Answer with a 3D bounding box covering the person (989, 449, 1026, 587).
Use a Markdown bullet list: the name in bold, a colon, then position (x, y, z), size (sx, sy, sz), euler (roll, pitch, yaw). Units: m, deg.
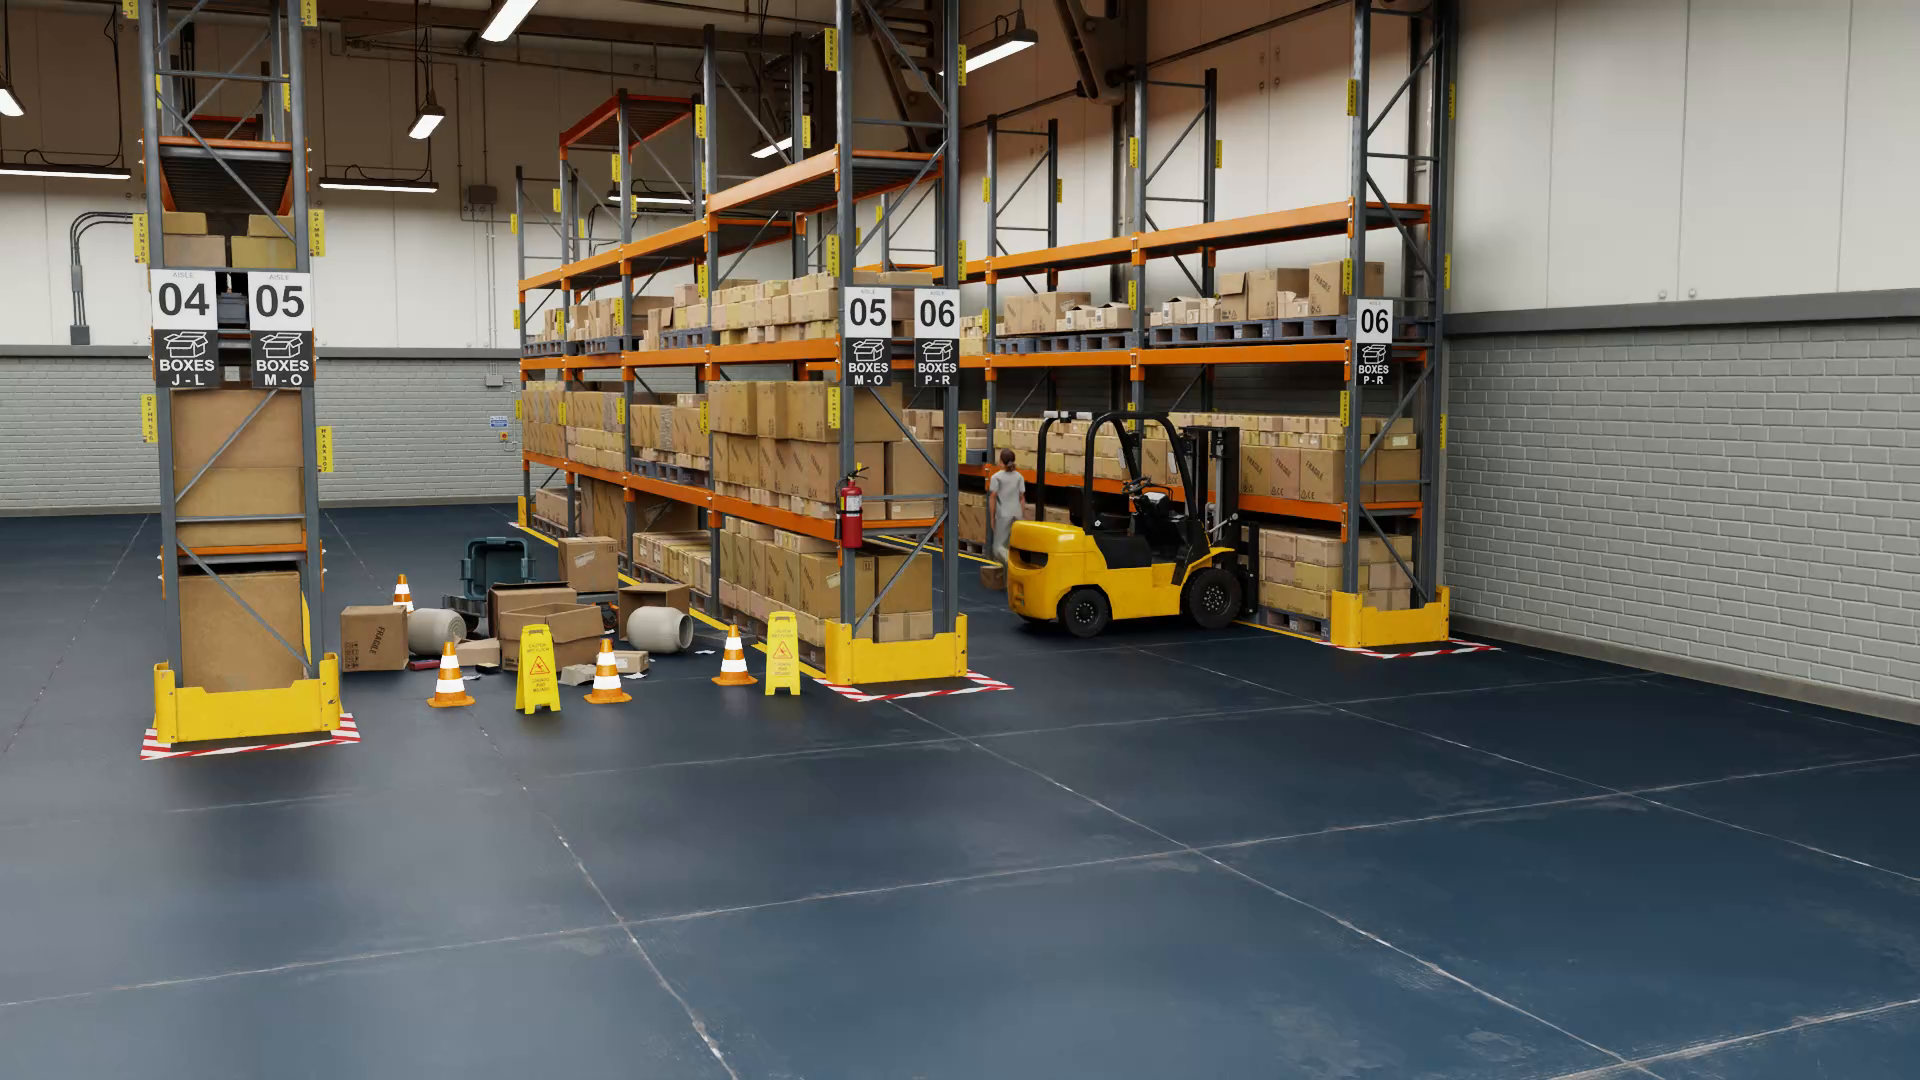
- **person**: position (0.582, -0.238, 19.462), size (0.449, 1.642, 0.864), euler (-2, 6, -21)
